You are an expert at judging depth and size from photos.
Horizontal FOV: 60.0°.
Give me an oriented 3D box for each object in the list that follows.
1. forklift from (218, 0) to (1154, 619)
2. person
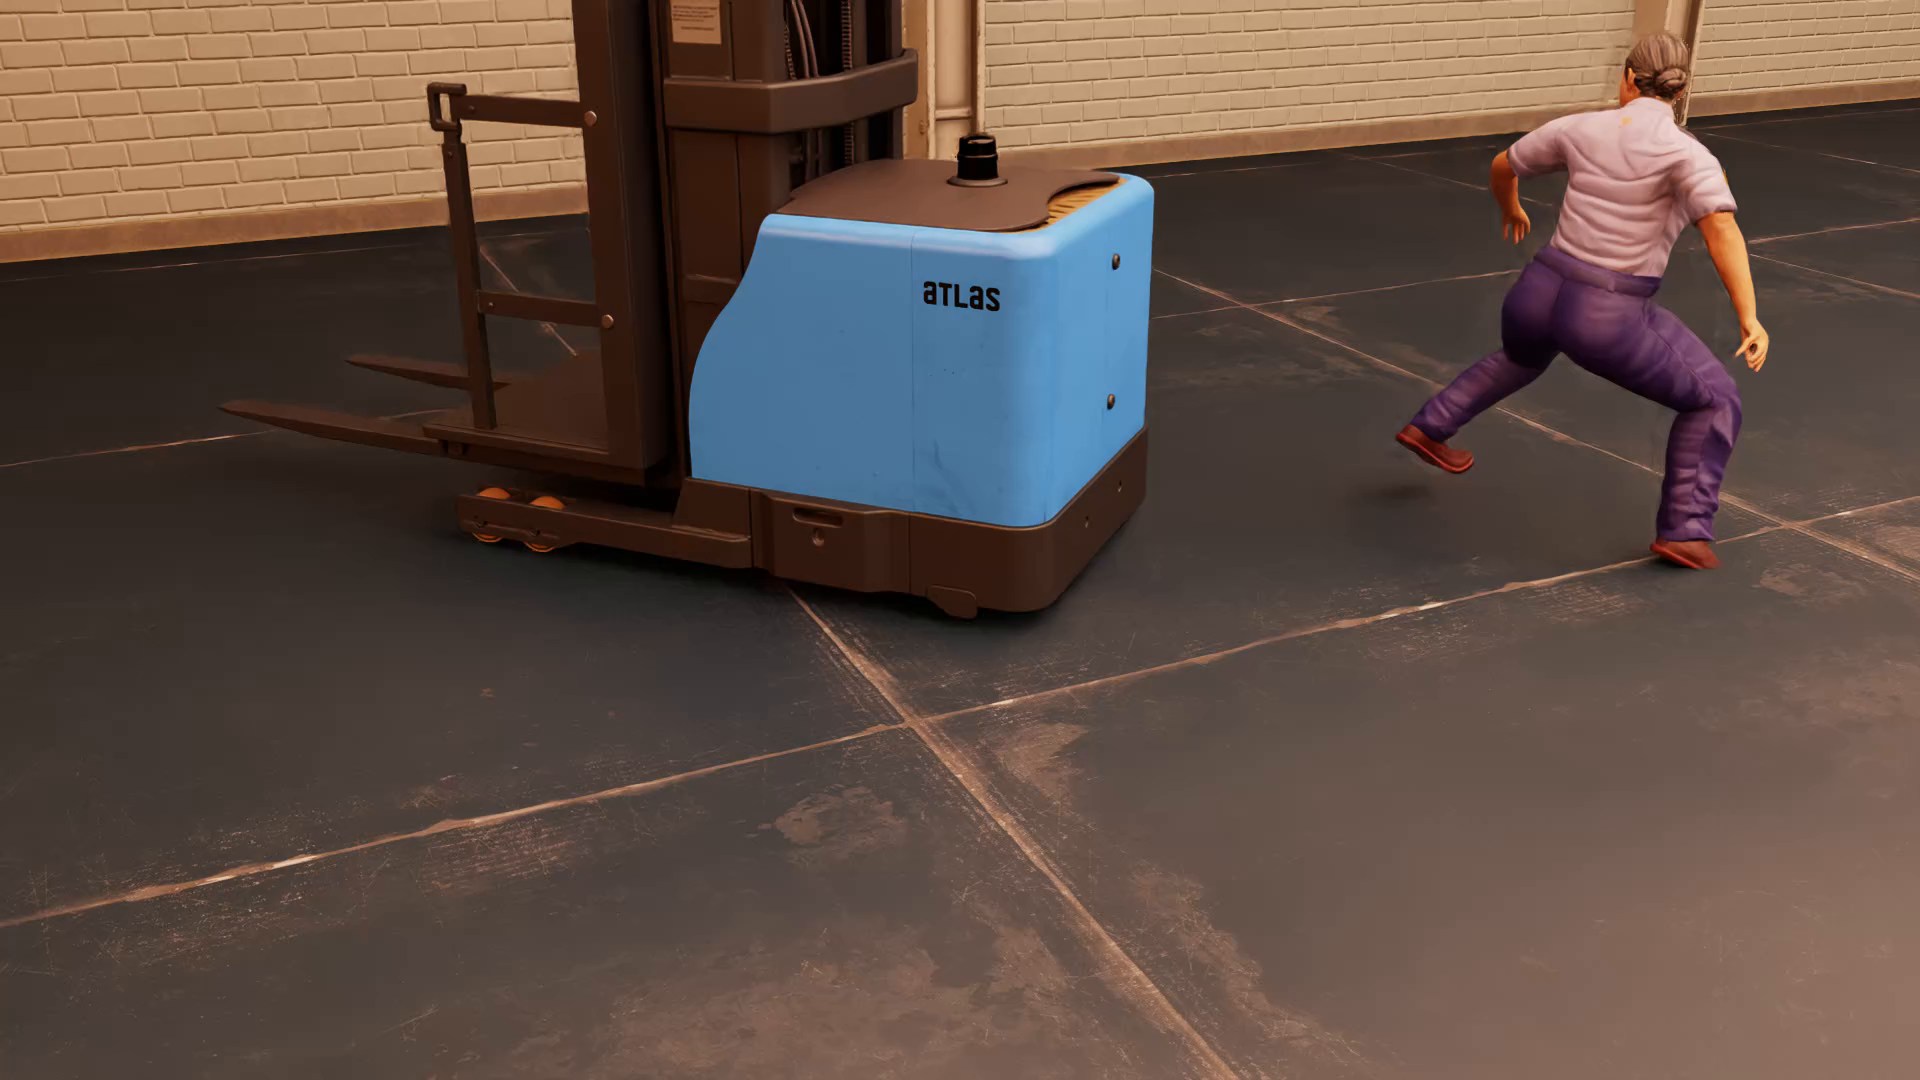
[{"bbox_3d":[-0.981,-1.491,4.875,3.031,2.935,1.130,9,24,21],"label":"forklift"},{"bbox_3d":[1.922,-0.674,4.893,0.487,1.563,1.127,-14,26,-30],"label":"person"}]
